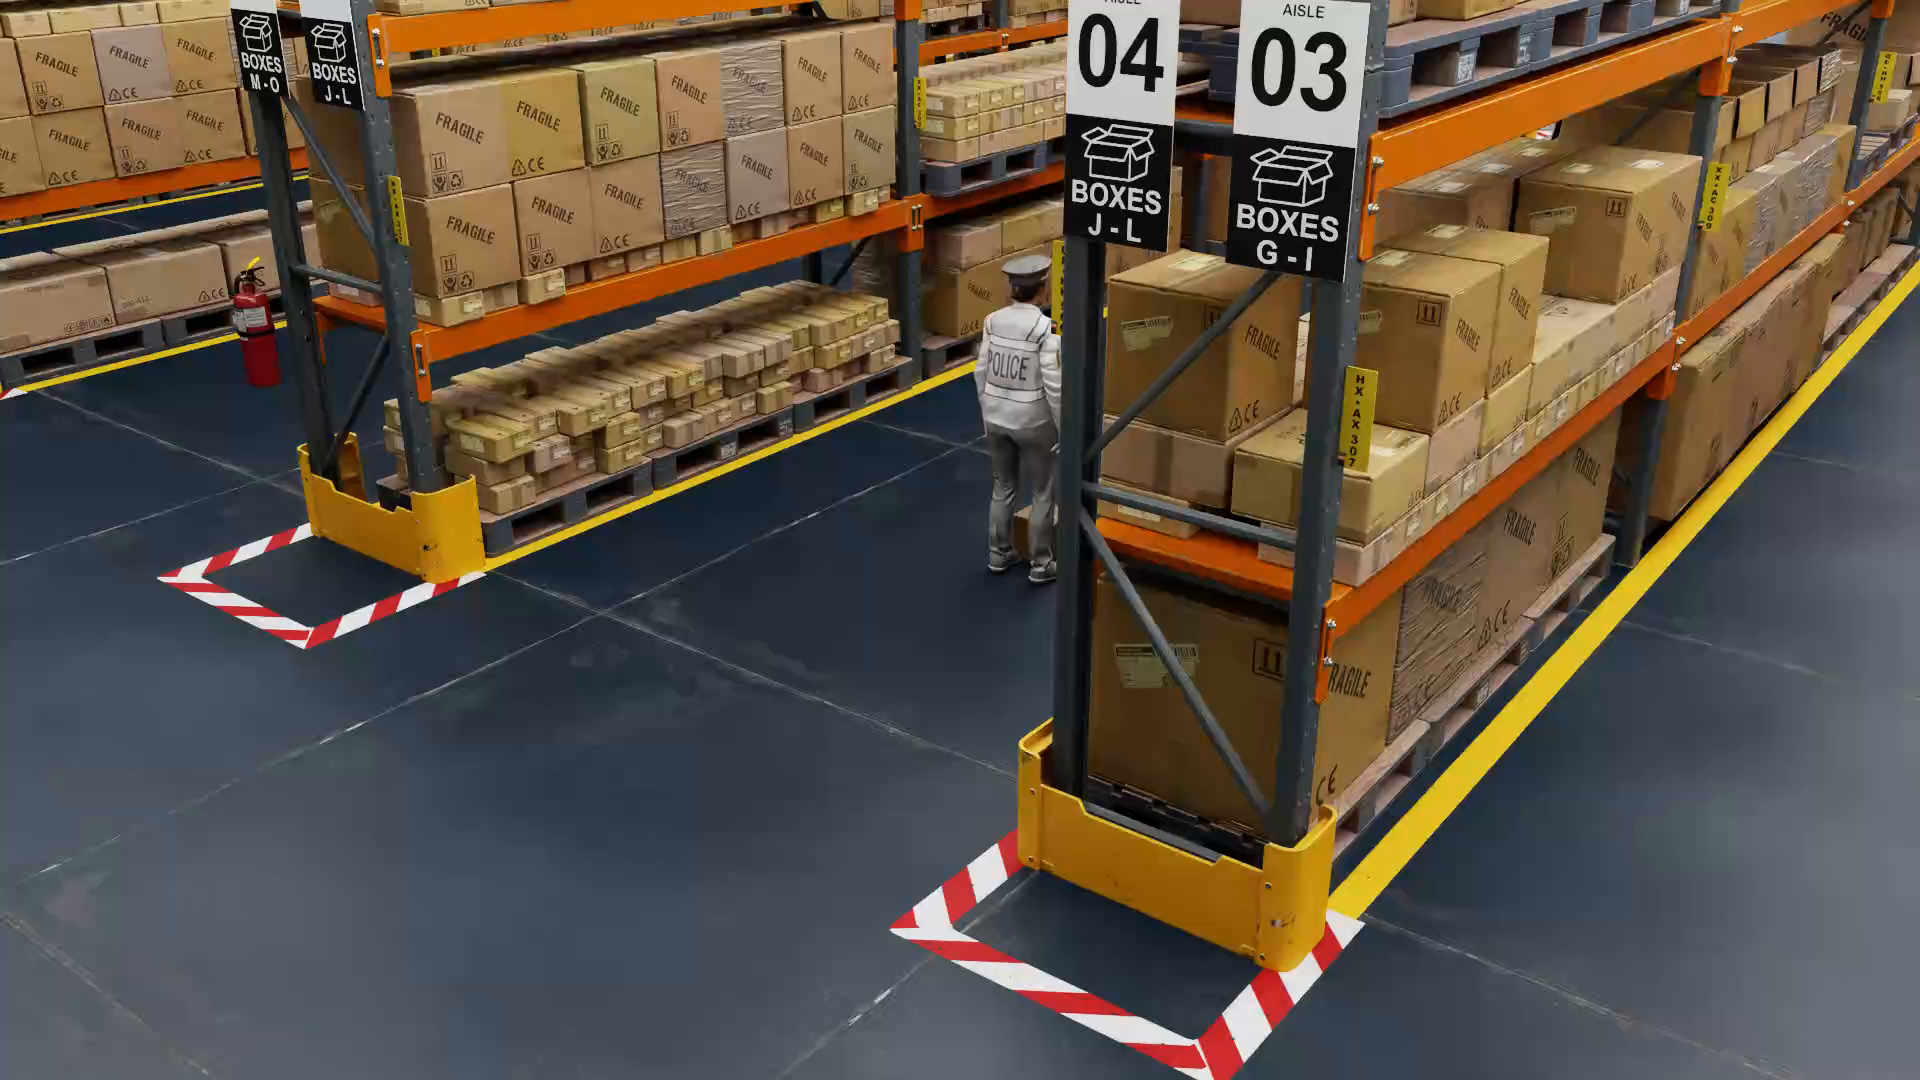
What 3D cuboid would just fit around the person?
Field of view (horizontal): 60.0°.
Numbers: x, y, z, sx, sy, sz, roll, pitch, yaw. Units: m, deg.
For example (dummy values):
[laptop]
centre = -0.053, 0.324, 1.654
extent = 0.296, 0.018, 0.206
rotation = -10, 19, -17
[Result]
[person]
centre = 0.319, -0.600, 8.464
extent = 0.529, 1.663, 0.376
rotation = 17, 29, 33
